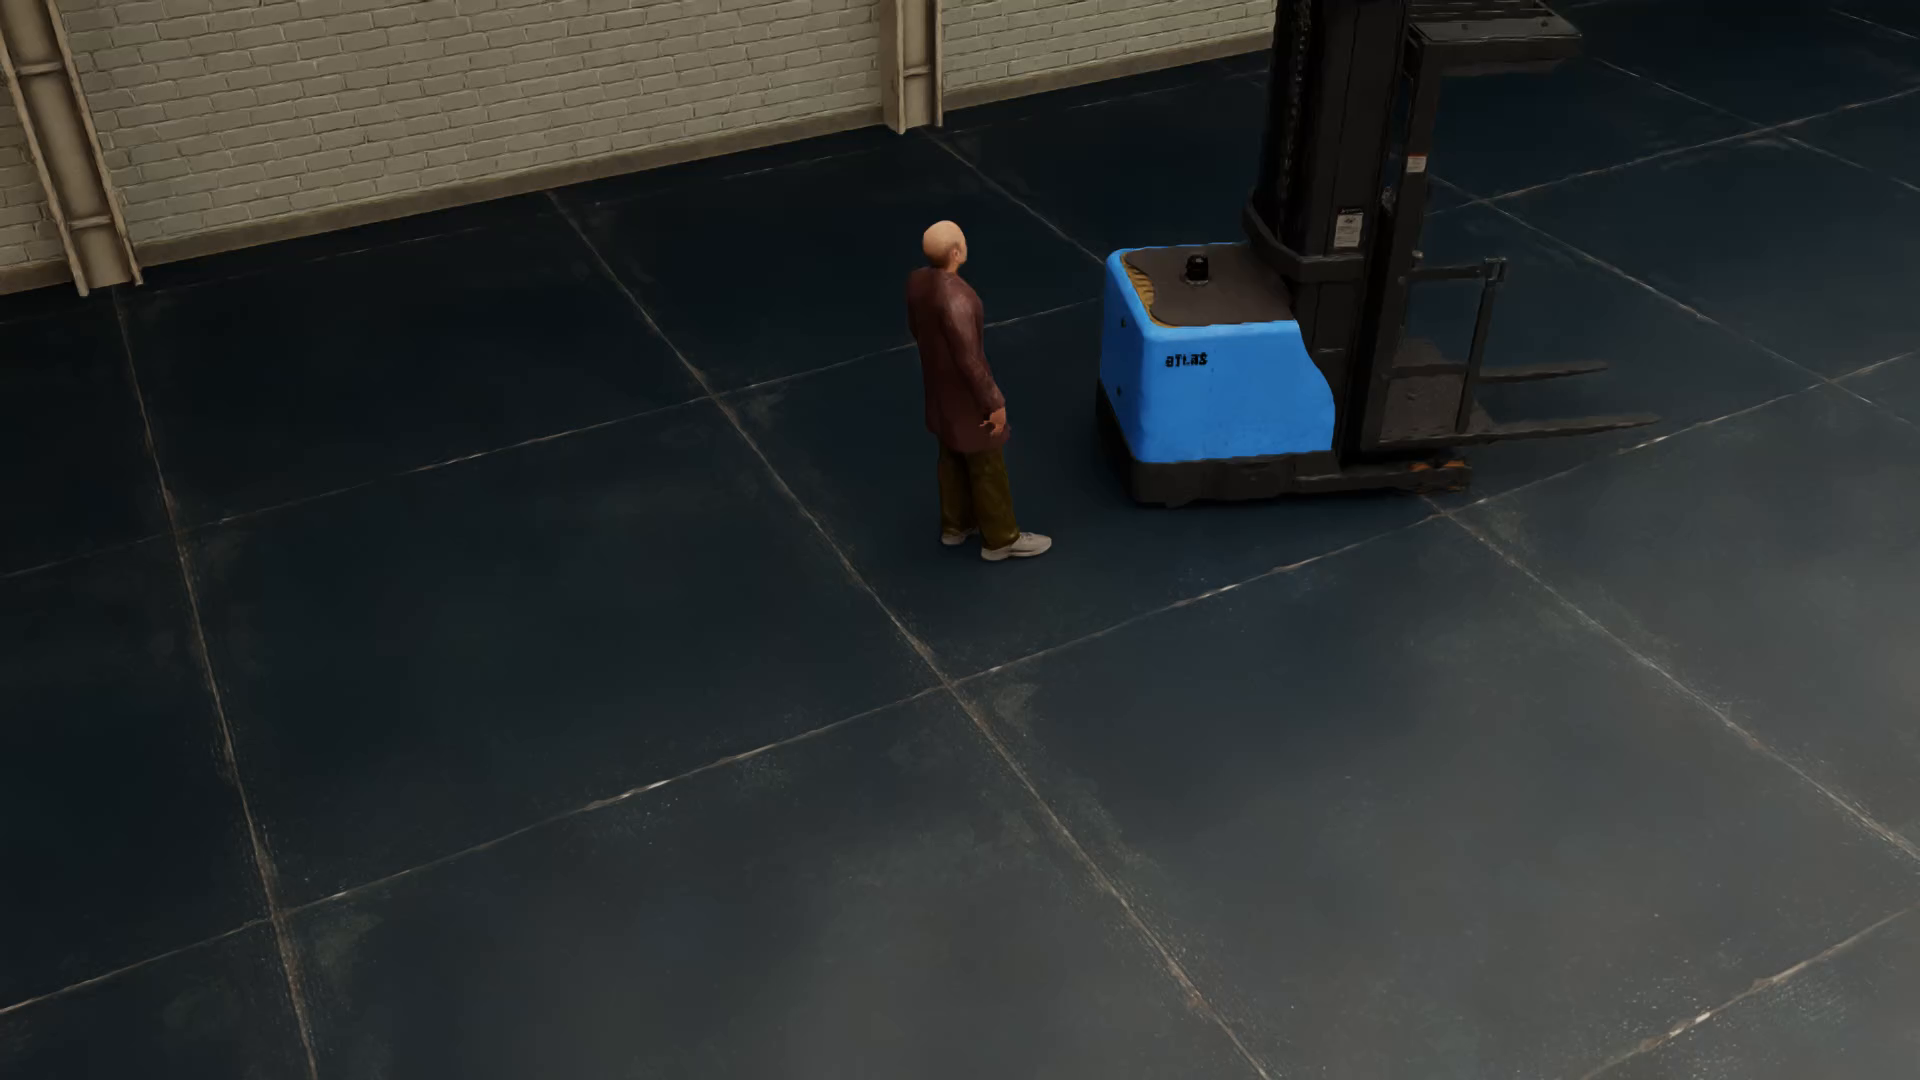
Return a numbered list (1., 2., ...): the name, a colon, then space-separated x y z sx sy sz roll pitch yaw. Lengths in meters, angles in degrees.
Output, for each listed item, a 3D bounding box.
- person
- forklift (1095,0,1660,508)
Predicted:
1. person: 0.078 -0.759 8.184 0.580 1.776 0.674 -17 39 -23
2. forklift: 2.339 -1.748 8.597 3.031 2.935 1.130 -5 36 -7
